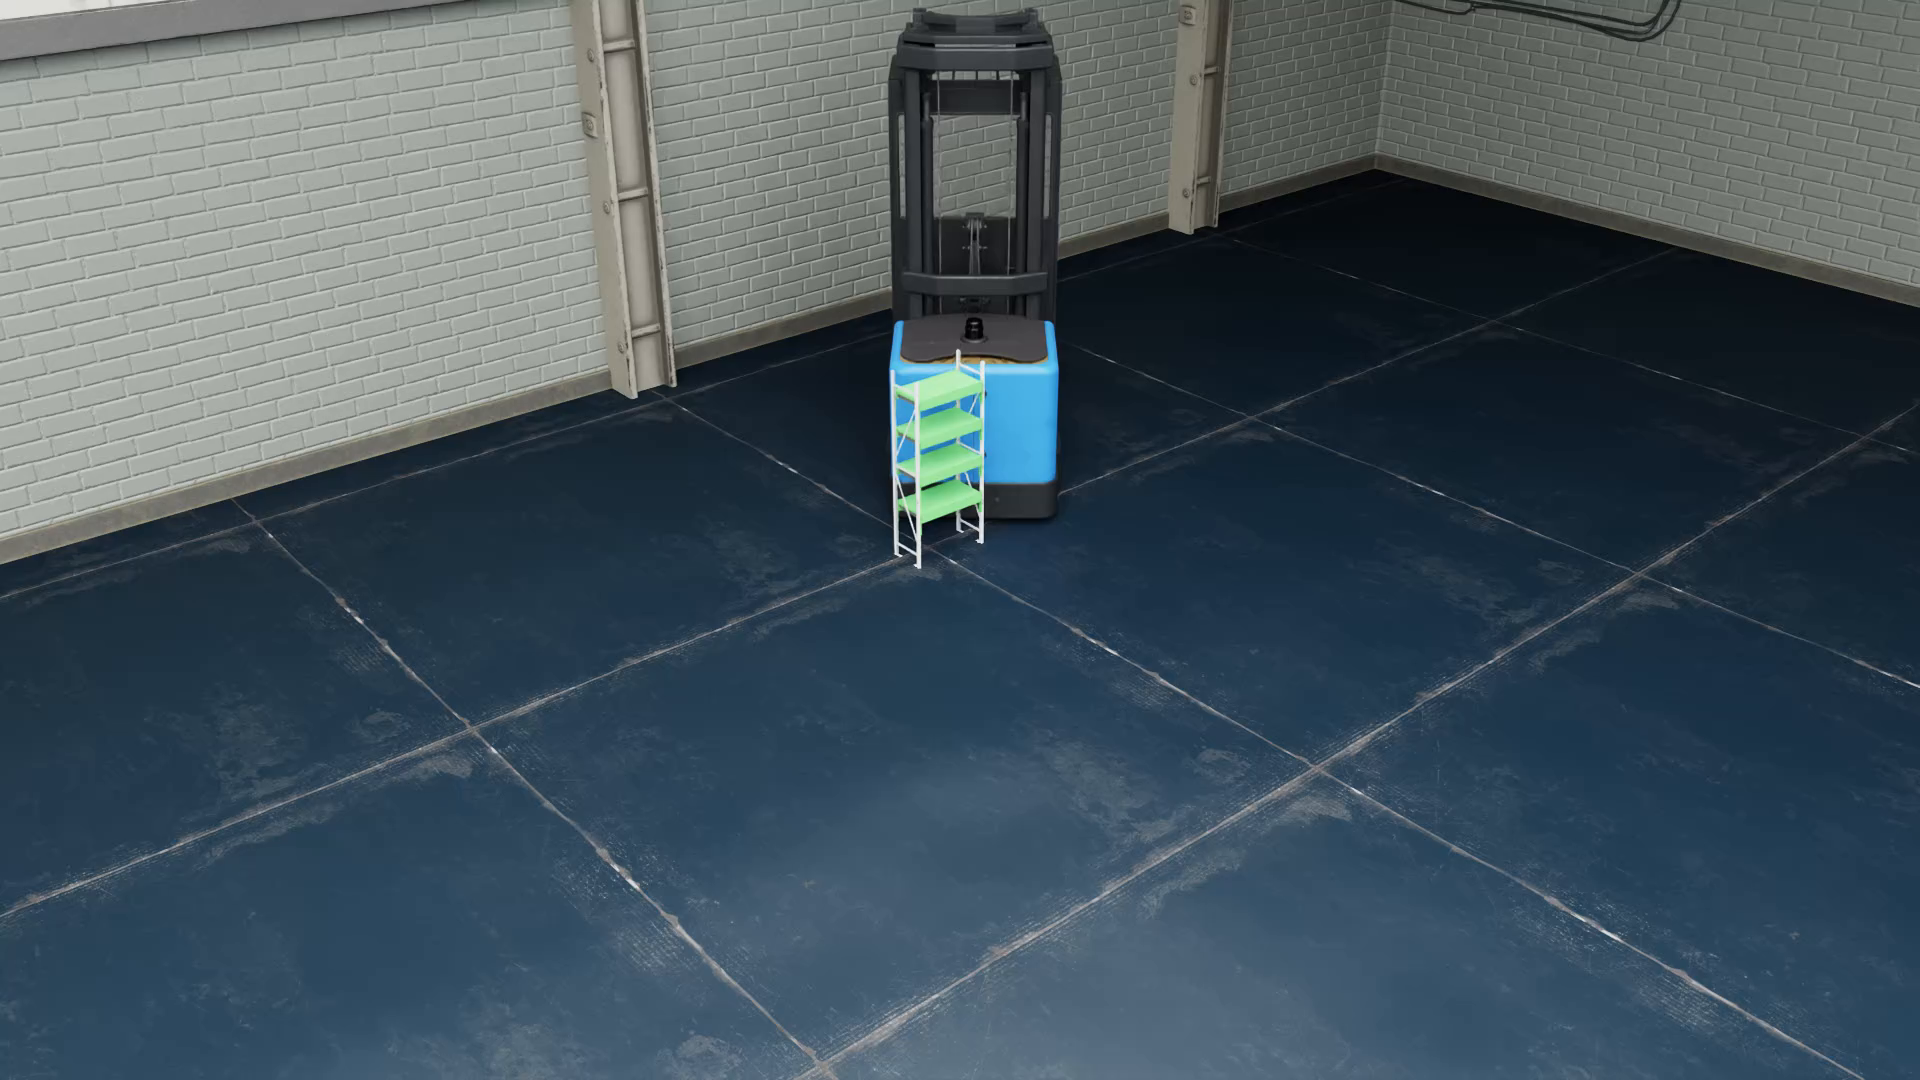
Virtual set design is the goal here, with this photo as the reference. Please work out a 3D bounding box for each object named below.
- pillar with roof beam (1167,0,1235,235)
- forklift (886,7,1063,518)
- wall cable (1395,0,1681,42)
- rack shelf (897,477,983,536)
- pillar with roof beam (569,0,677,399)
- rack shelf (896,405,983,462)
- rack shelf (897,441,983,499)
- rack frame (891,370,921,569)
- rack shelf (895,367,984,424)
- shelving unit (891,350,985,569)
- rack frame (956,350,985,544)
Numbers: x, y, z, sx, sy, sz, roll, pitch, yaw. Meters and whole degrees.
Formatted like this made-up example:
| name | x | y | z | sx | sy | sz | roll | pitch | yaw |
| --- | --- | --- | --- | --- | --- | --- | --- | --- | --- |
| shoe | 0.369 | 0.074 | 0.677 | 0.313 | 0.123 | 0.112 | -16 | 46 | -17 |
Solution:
| name | x | y | z | sx | sy | sz | roll | pitch | yaw |
| --- | --- | --- | --- | --- | --- | --- | --- | --- | --- |
| pillar with roof beam | 5.003 | -5.408 | 10.822 | 0.400 | 9.000 | 9.100 | -22 | 35 | -35 |
| forklift | 0.096 | -2.080 | 11.032 | 1.130 | 2.935 | 3.031 | 0 | 28 | 0 |
| wall cable | 5.308 | -6.009 | 15.242 | 0.112 | 2.526 | 3.097 | -22 | 35 | -35 |
| rack shelf | -0.127 | -0.207 | 10.009 | 0.480 | 0.148 | 0.258 | -21 | 35 | -34 |
| pillar with roof beam | 0.438 | -3.573 | 7.388 | 0.400 | 9.000 | 9.100 | -22 | 35 | -35 |
| rack shelf | -0.127 | -0.630 | 9.782 | 0.480 | 0.148 | 0.258 | -21 | 35 | -34 |
| rack shelf | -0.127 | -0.418 | 9.895 | 0.480 | 0.148 | 0.258 | -21 | 35 | -34 |
| rack frame | -0.315 | -0.401 | 9.728 | 0.015 | 1.200 | 0.240 | -21 | 35 | -34 |
| rack shelf | -0.127 | -0.842 | 9.669 | 0.480 | 0.148 | 0.258 | -21 | 35 | -34 |
| shelving unit | -0.127 | -0.475 | 9.865 | 0.503 | 1.200 | 0.258 | -21 | 35 | -34 |
| rack frame | 0.061 | -0.548 | 10.003 | 0.015 | 1.200 | 0.240 | -21 | 35 | -34 |
